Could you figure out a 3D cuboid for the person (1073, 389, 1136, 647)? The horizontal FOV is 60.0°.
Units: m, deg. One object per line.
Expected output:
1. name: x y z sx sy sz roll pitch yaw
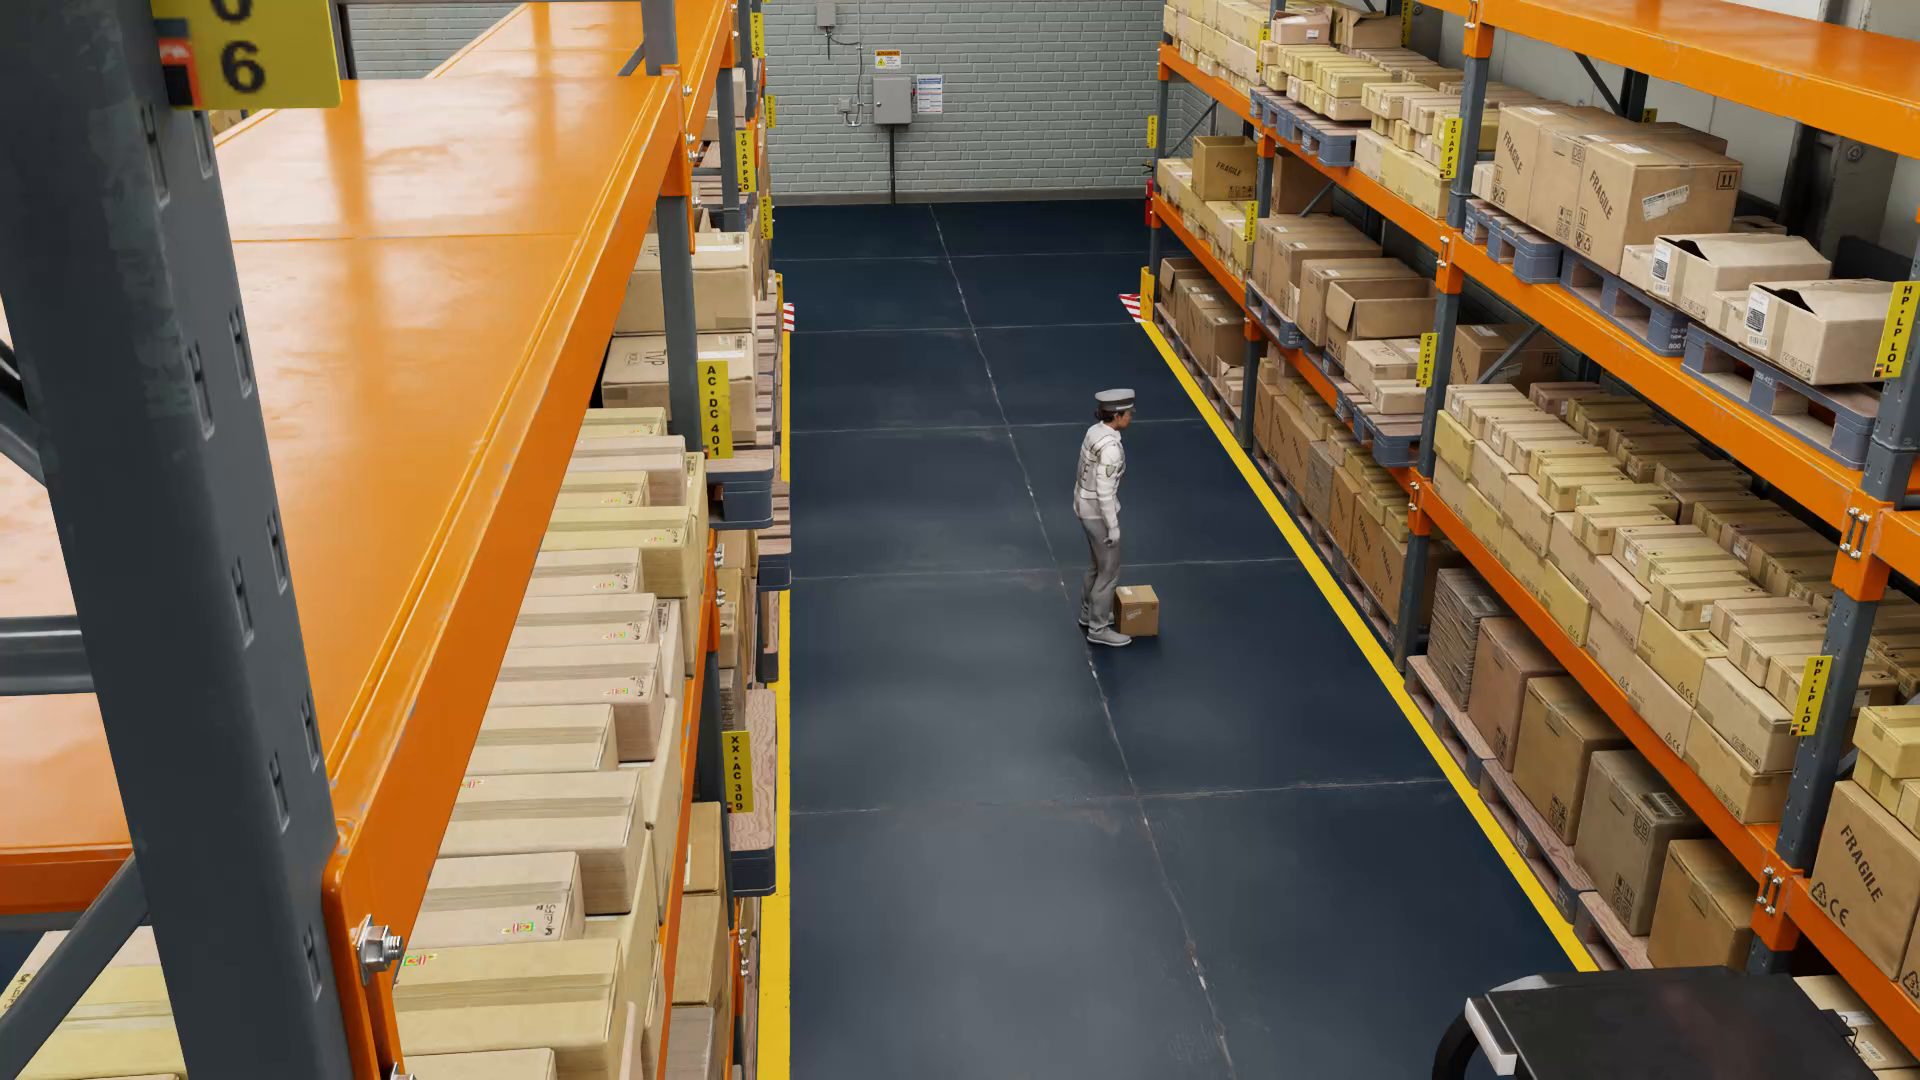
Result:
1. person: 0.920 -0.161 10.664 0.375 1.663 0.526 -2 24 -6
